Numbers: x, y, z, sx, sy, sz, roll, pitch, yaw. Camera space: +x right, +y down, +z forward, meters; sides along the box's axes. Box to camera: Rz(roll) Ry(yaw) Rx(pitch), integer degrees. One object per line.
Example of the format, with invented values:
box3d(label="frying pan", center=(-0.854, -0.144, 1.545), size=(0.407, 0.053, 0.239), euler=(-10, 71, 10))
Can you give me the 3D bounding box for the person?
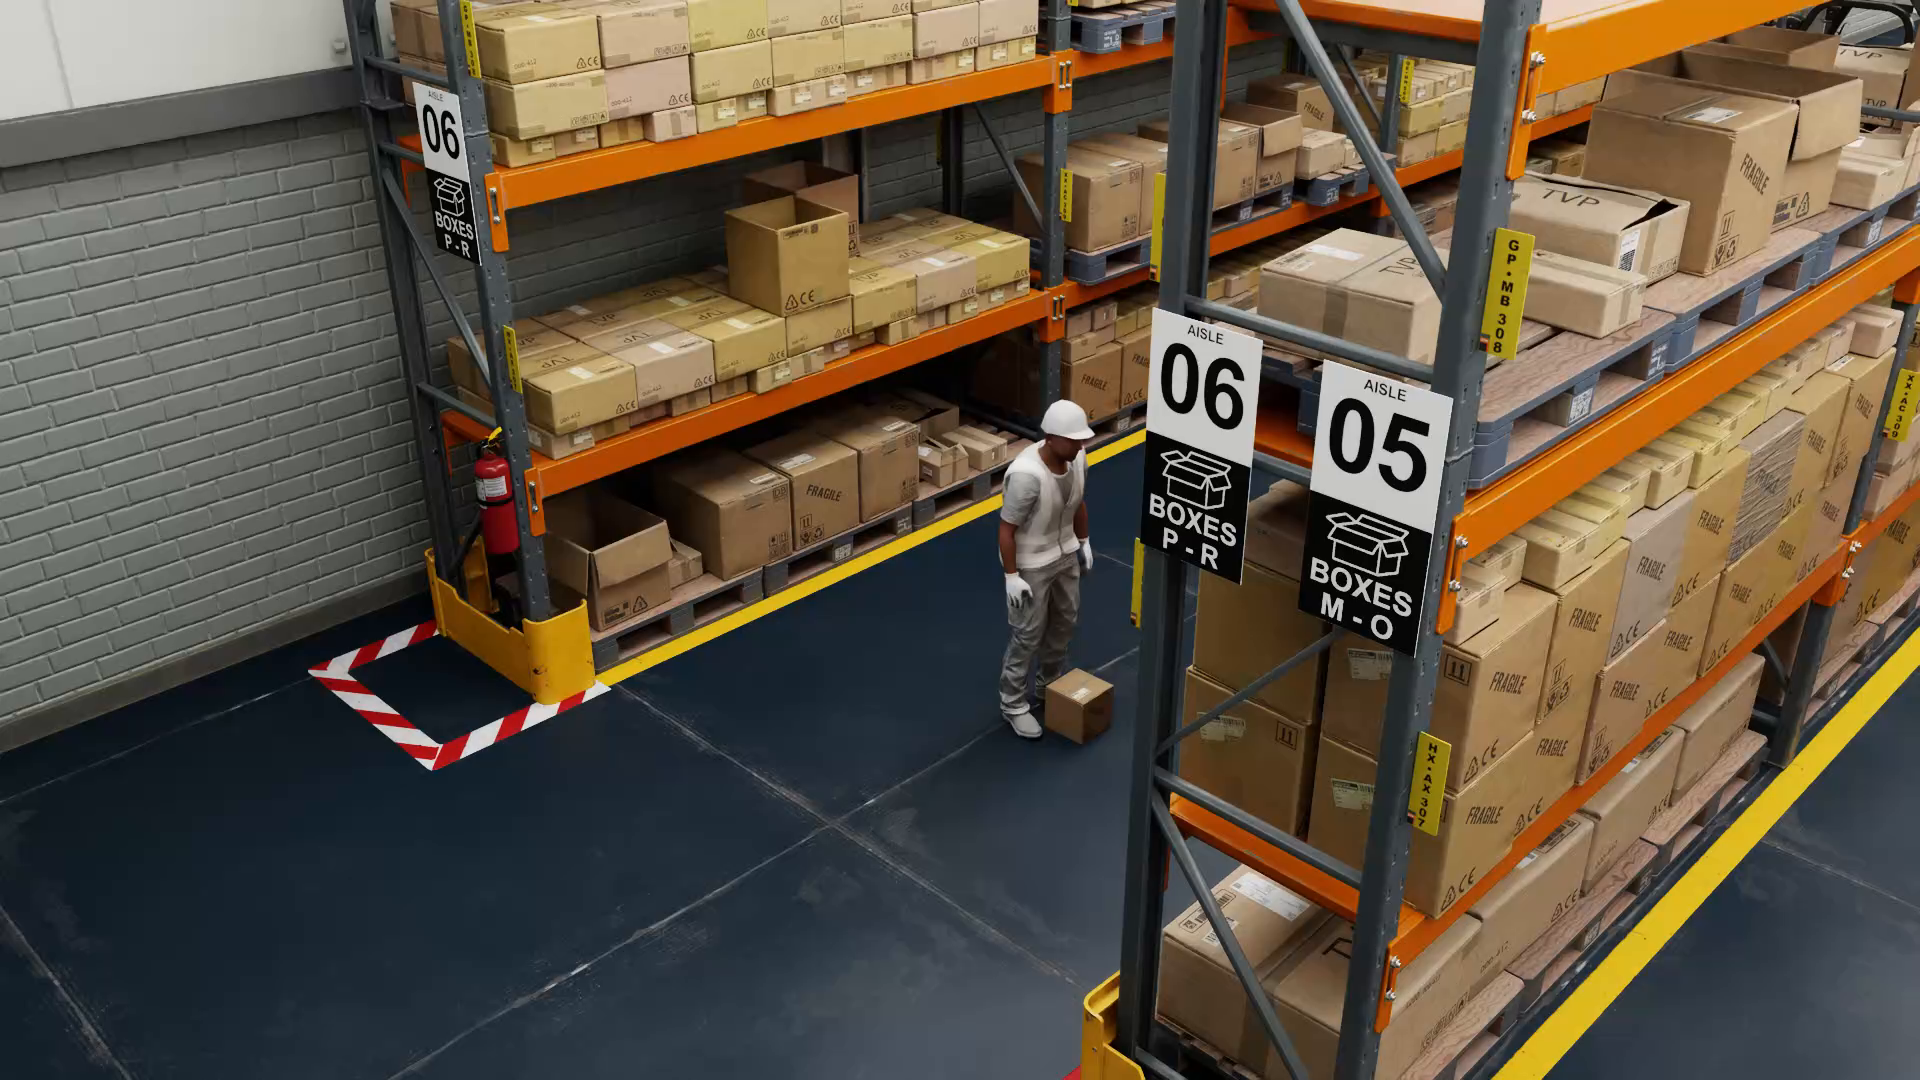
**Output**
box3d(label="person", center=(0.441, 0.116, 8.386), size=(0.452, 1.773, 0.618), euler=(24, 36, 38))
